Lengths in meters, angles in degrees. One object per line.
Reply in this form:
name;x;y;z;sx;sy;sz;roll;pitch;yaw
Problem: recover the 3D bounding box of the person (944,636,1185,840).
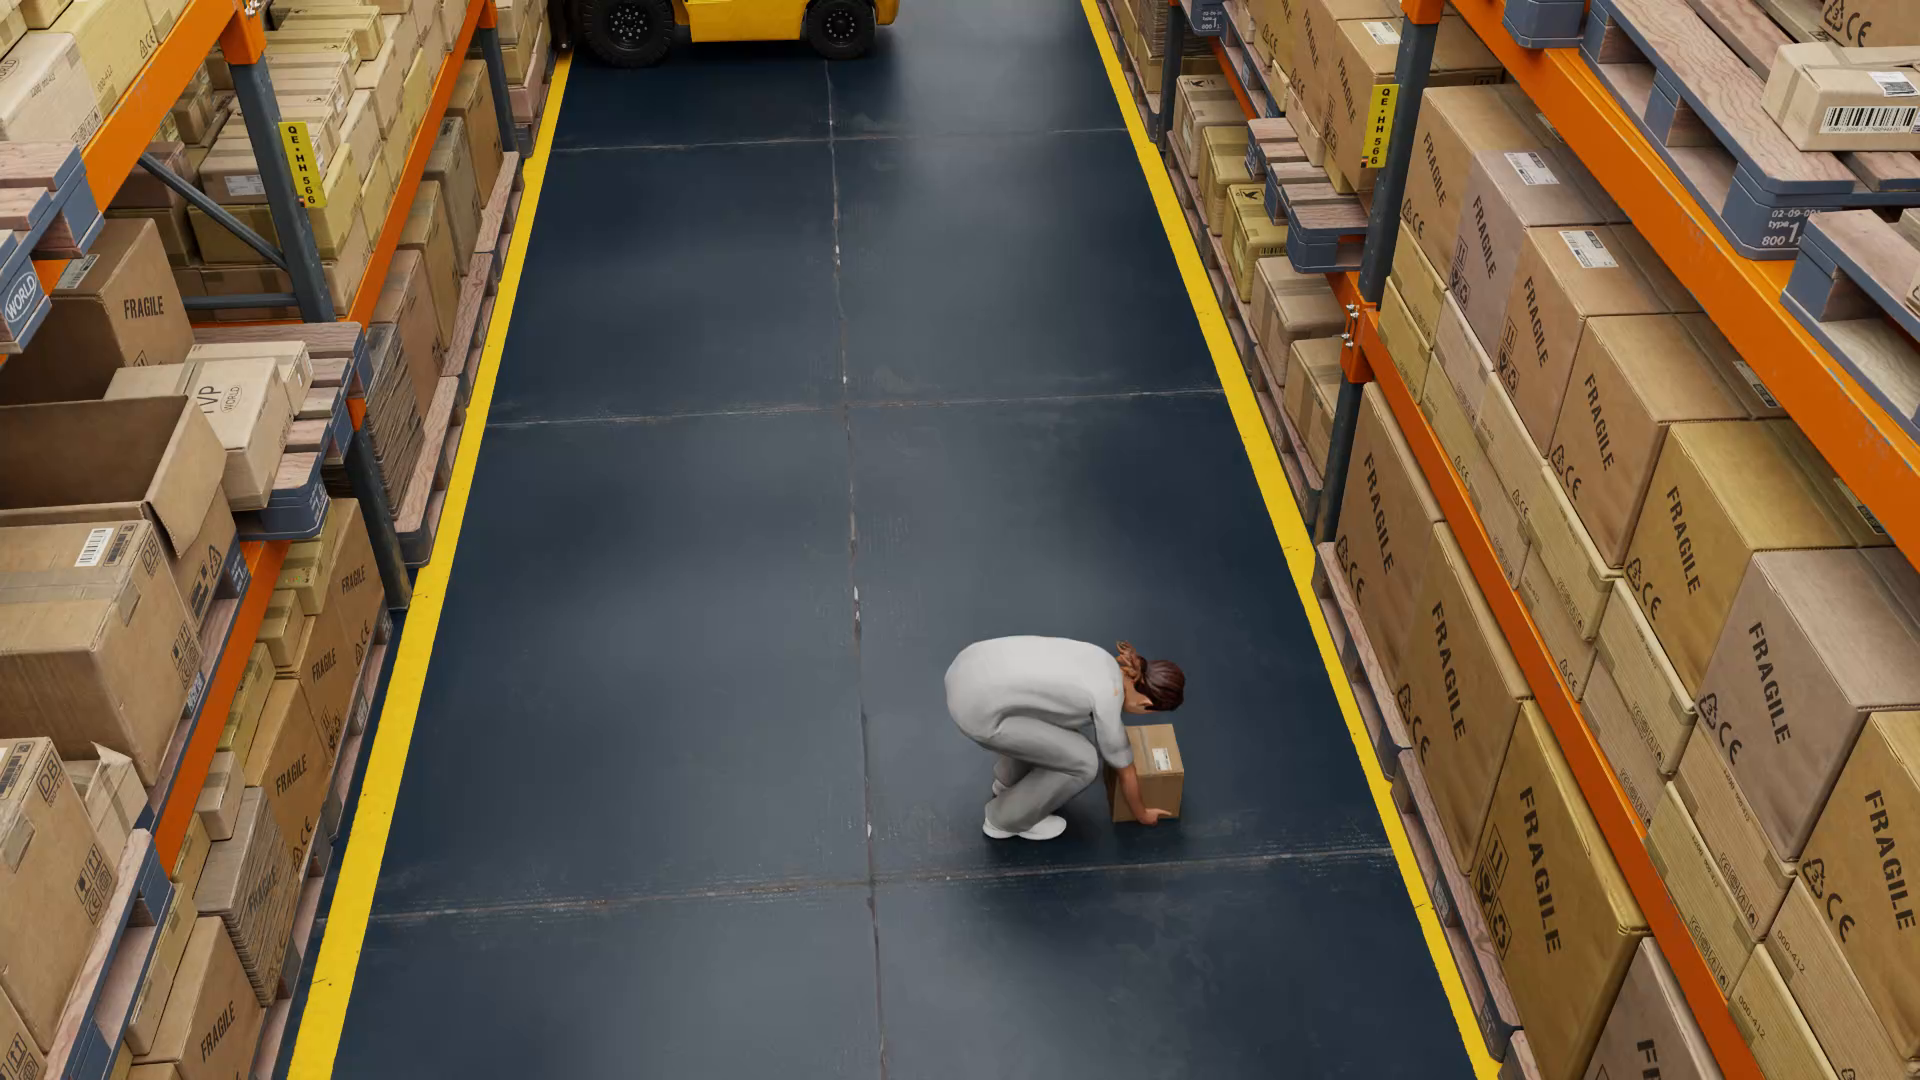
person;0.378;0.692;6.014;0.861;0.819;0.464;-5;39;-6
